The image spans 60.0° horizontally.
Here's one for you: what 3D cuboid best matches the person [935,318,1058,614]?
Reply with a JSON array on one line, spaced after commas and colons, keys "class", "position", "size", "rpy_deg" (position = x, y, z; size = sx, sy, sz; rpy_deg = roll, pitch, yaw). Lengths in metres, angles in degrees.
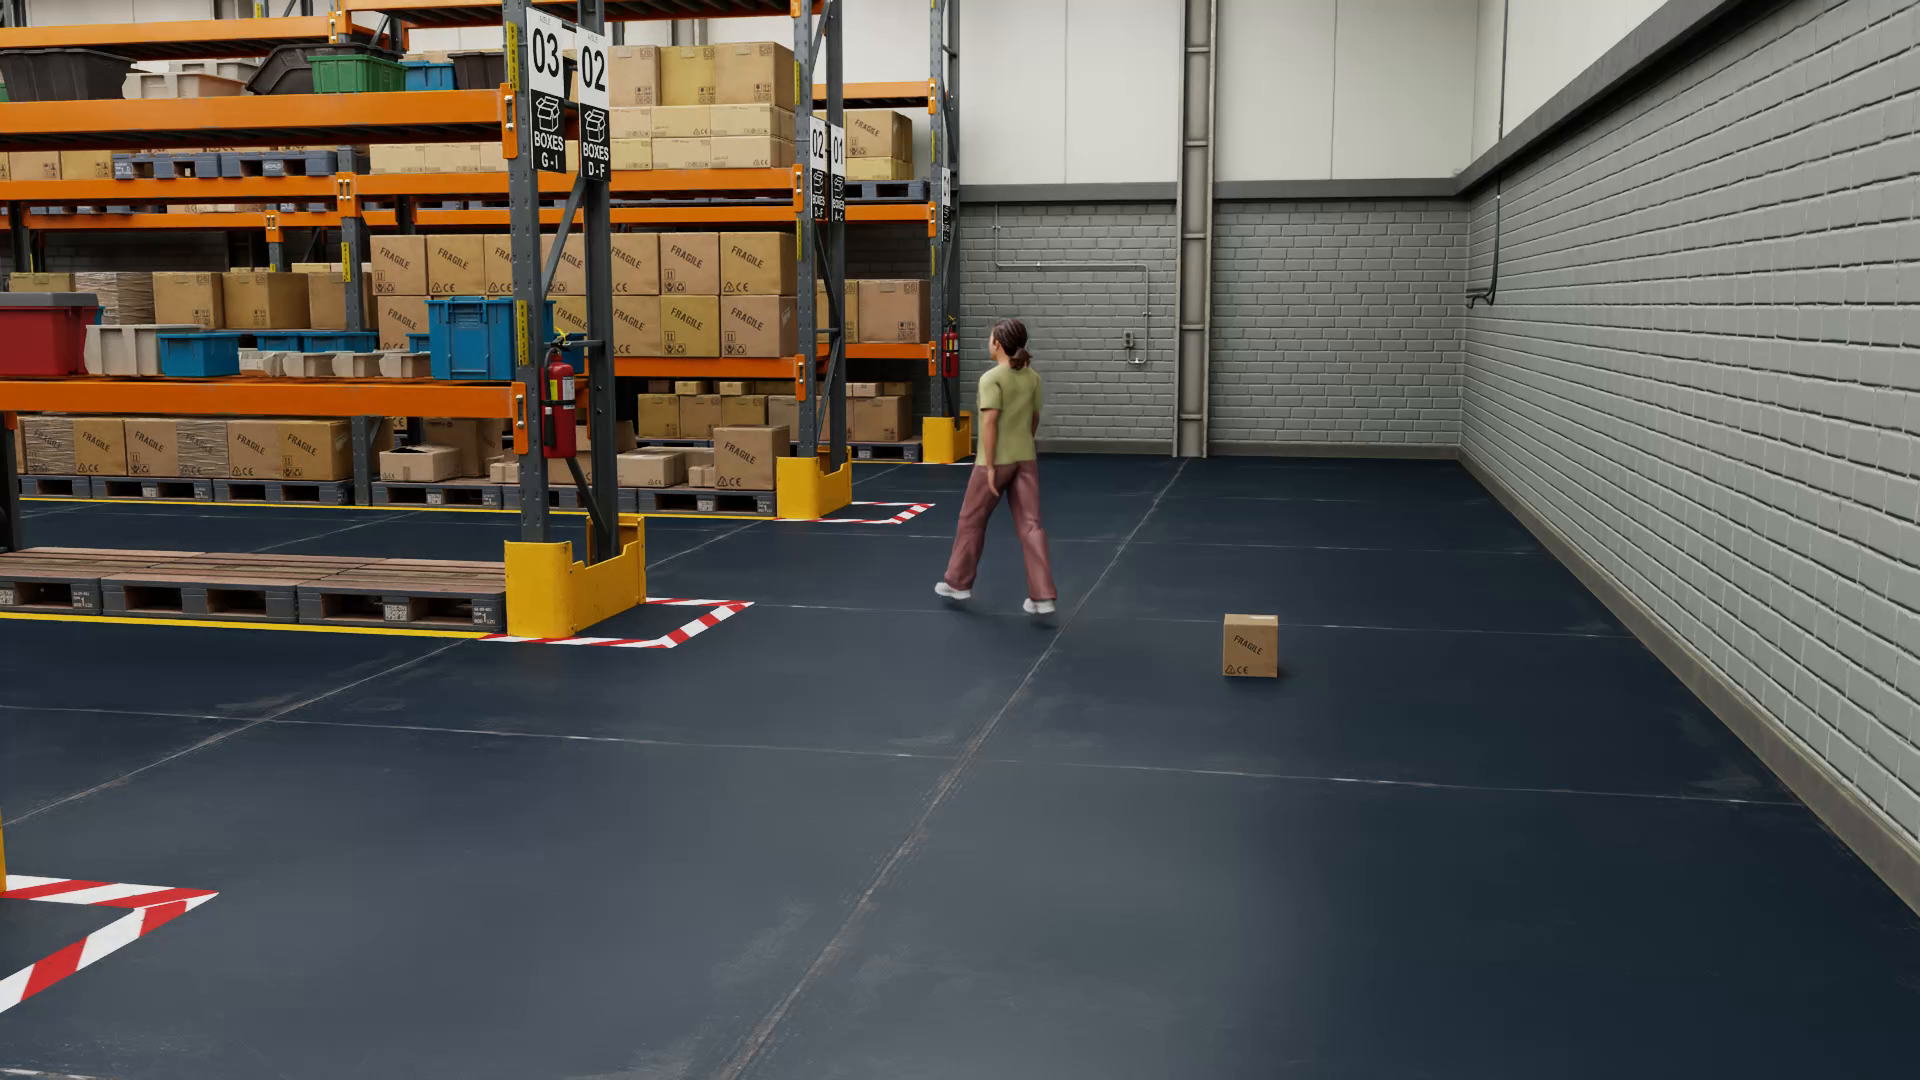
[{"class": "person", "position": [0.222, -0.430, 9.268], "size": [0.458, 1.605, 1.027], "rpy_deg": [-5, 9, -31]}]
